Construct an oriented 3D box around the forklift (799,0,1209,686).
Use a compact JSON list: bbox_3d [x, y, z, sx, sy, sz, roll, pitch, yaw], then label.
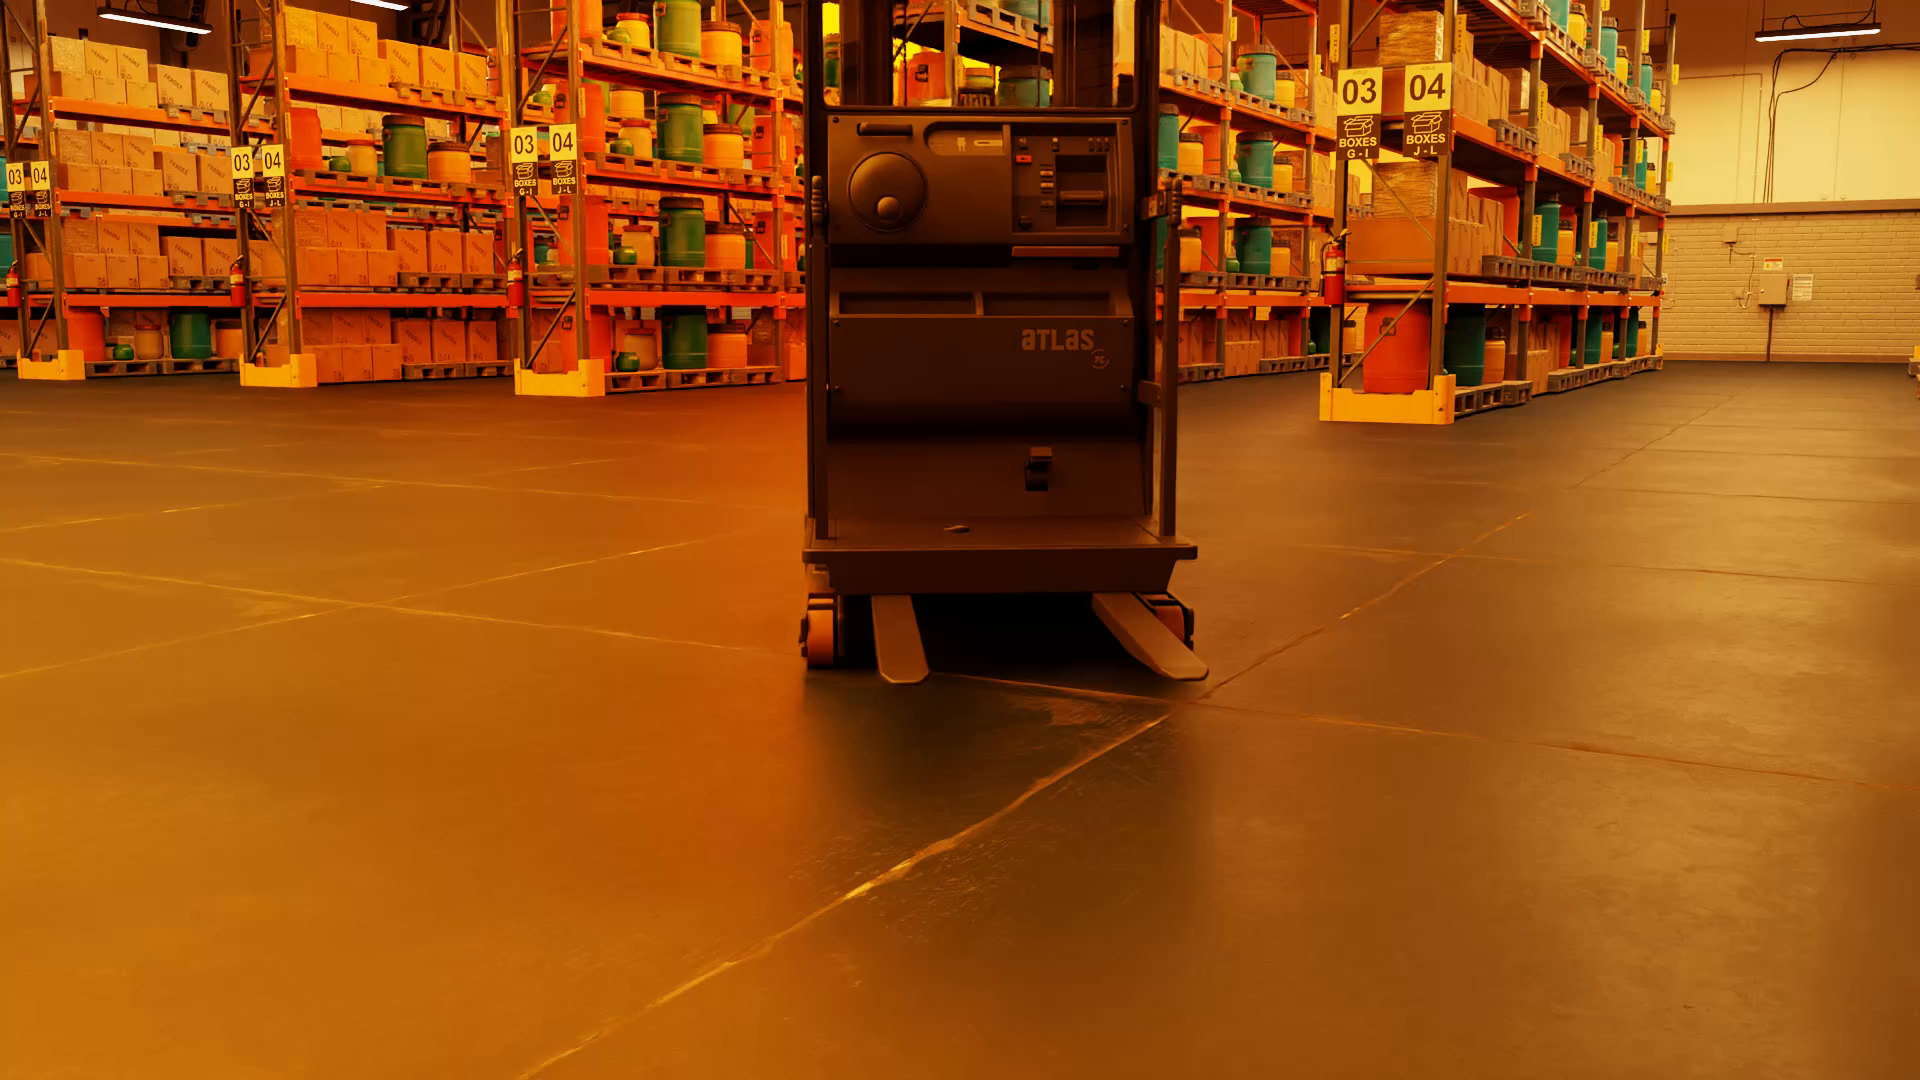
[{"bbox_3d":[0.082,-1.140,4.851,1.130,2.935,3.031,-1,8,-4],"label":"forklift"}]
